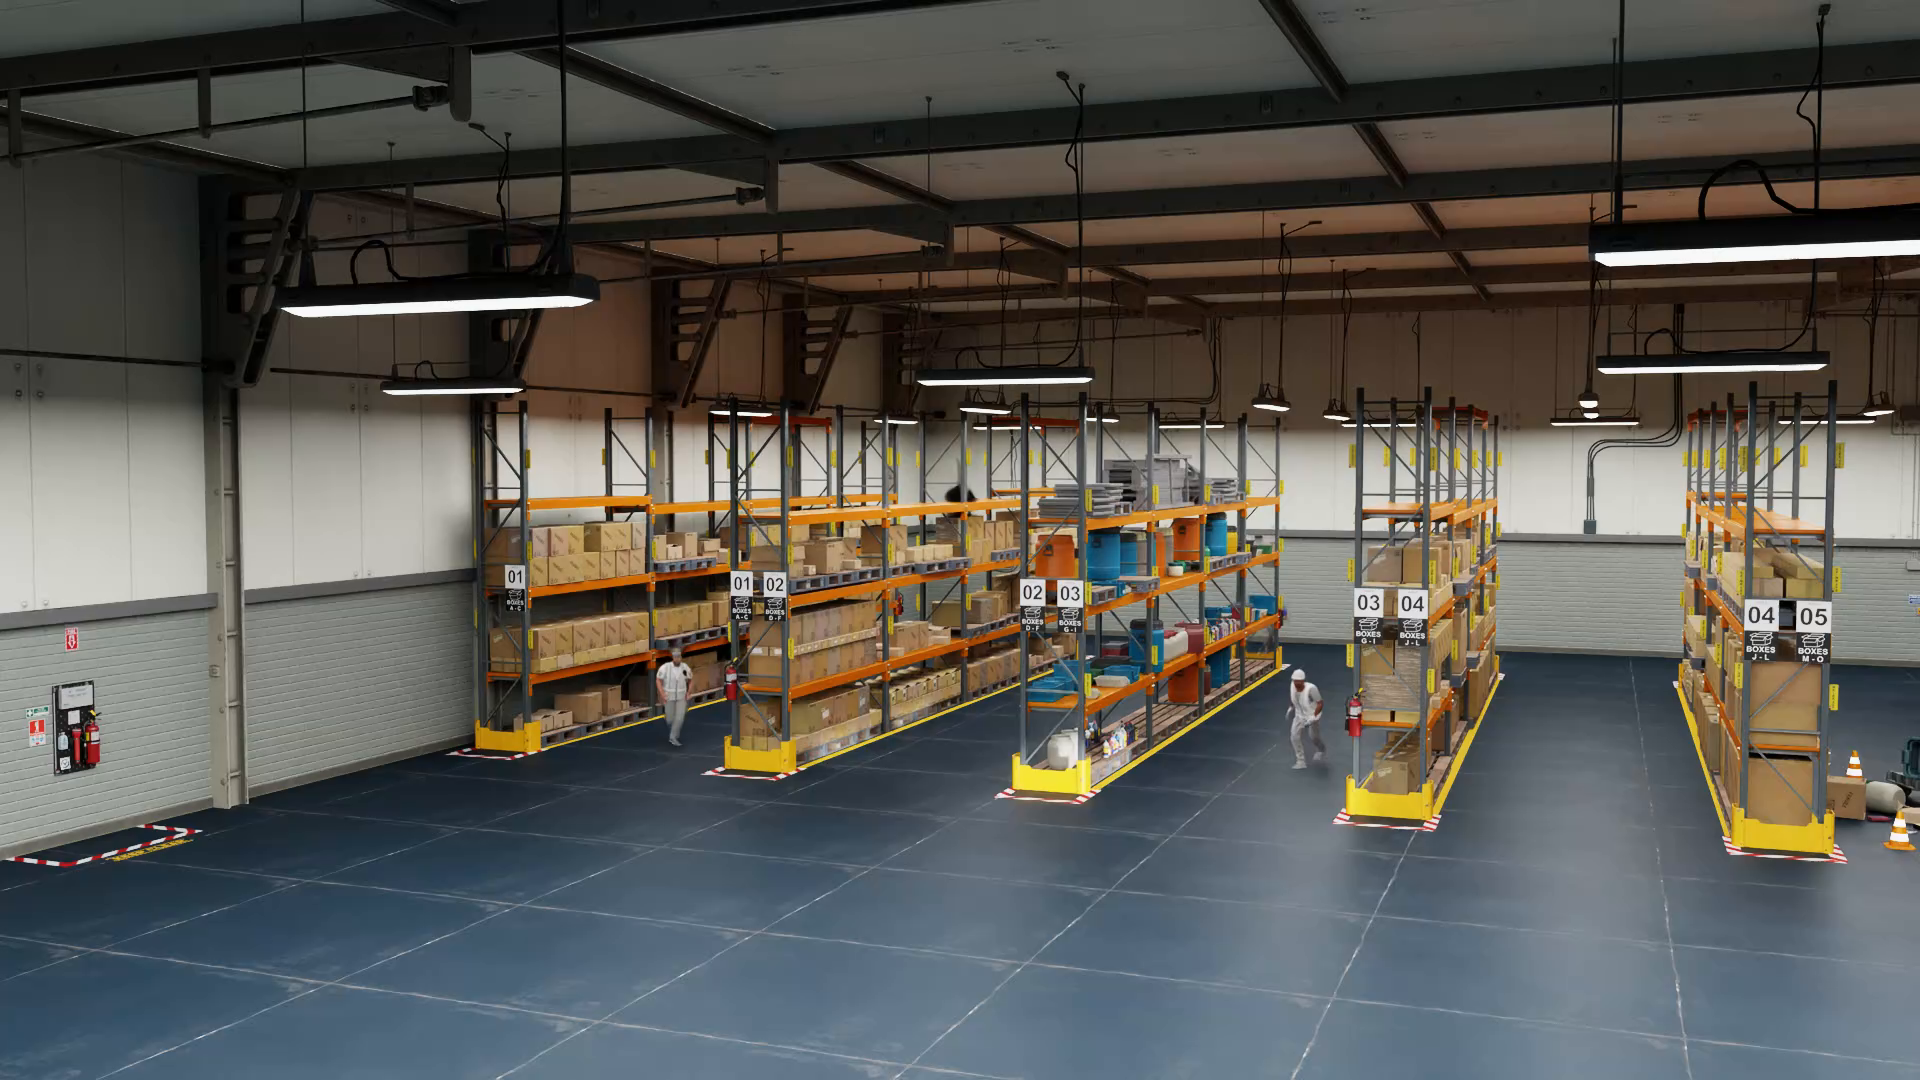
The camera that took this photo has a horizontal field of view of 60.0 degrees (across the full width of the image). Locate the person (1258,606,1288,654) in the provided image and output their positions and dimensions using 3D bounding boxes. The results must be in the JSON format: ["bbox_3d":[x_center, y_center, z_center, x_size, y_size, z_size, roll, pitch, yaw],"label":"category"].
[{"bbox_3d":[7.937,2.183,42.277,0.747,1.553,0.658,-1,3,-18],"label":"person"}]

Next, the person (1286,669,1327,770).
[{"bbox_3d":[5.646,2.868,26.894,0.698,1.633,1.064,3,4,43],"label":"person"}]

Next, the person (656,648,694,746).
[{"bbox_3d":[-5.006,2.733,29.187,0.659,1.719,0.572,-1,3,-14],"label":"person"}]
